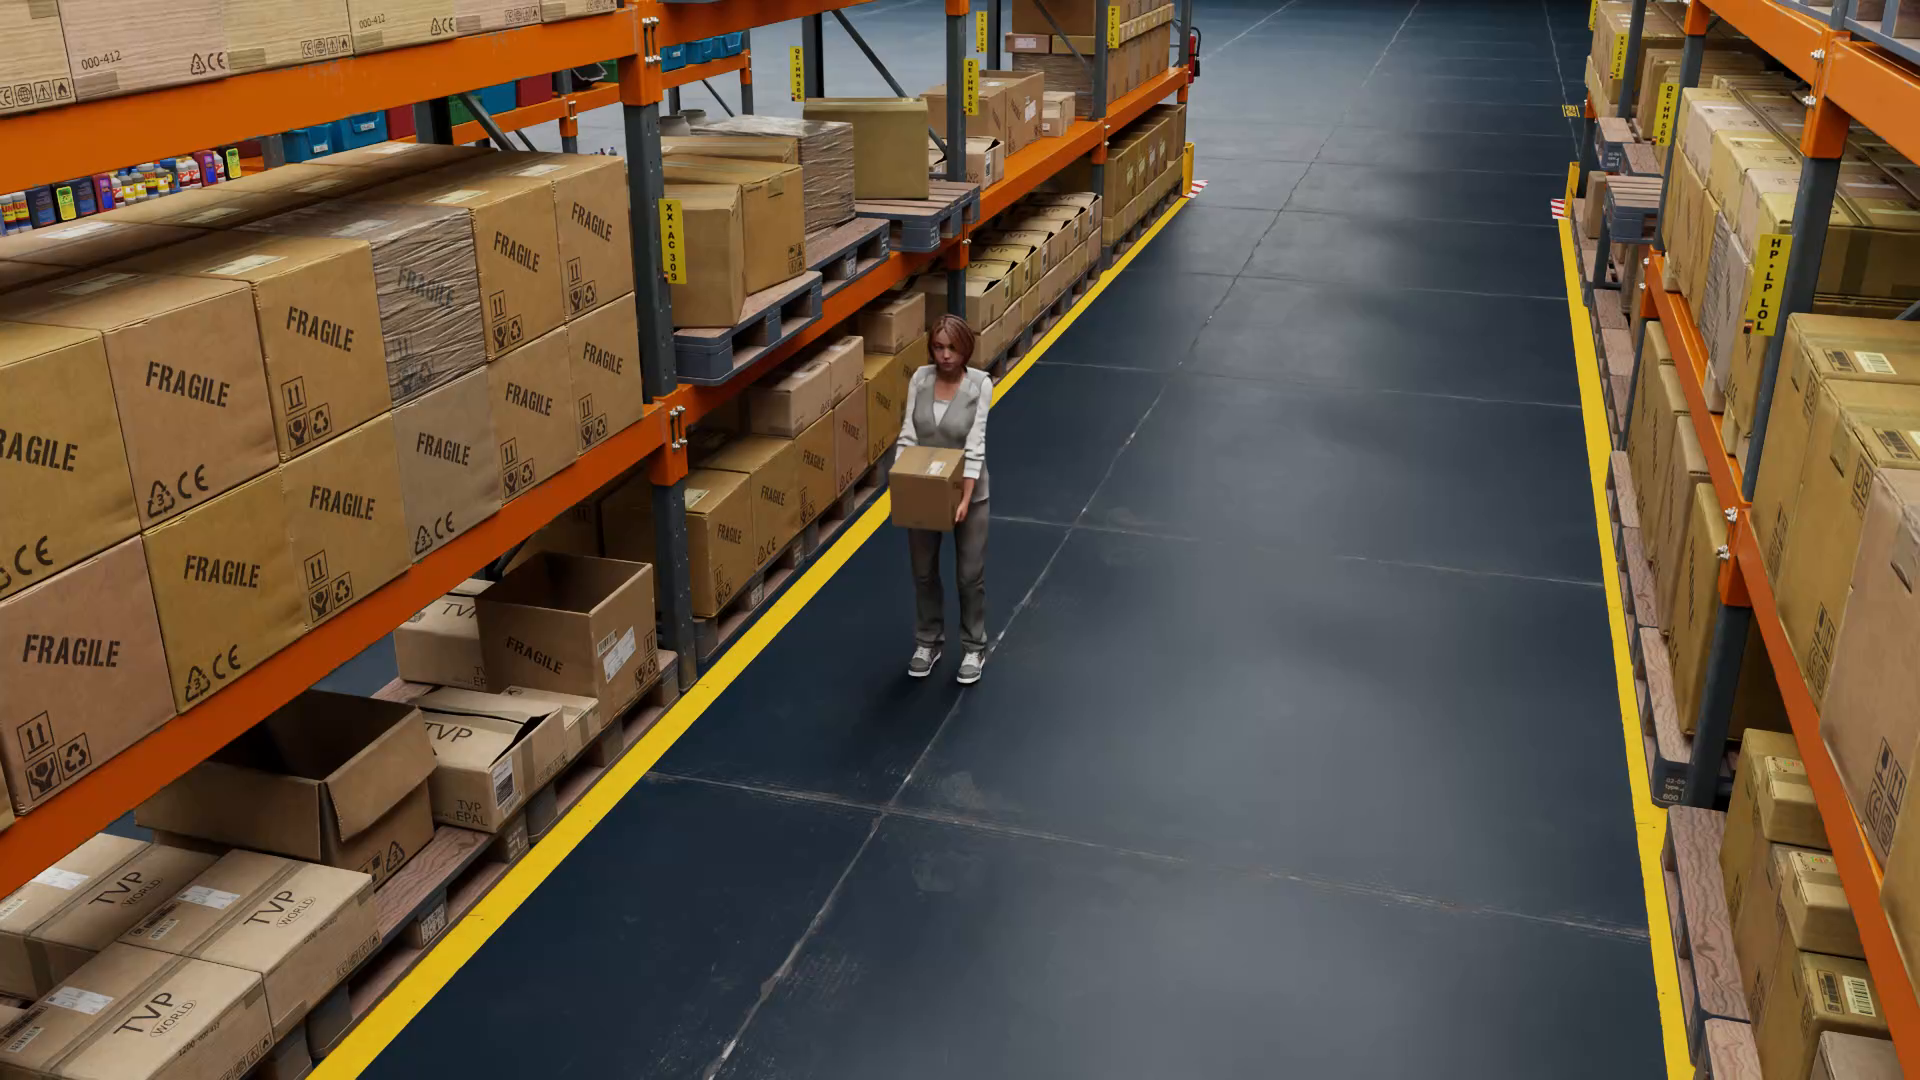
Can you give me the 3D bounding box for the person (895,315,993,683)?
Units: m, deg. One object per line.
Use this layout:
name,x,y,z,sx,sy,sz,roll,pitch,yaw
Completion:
person,-0.068,-0.144,6.961,0.375,1.599,0.500,6,23,15
